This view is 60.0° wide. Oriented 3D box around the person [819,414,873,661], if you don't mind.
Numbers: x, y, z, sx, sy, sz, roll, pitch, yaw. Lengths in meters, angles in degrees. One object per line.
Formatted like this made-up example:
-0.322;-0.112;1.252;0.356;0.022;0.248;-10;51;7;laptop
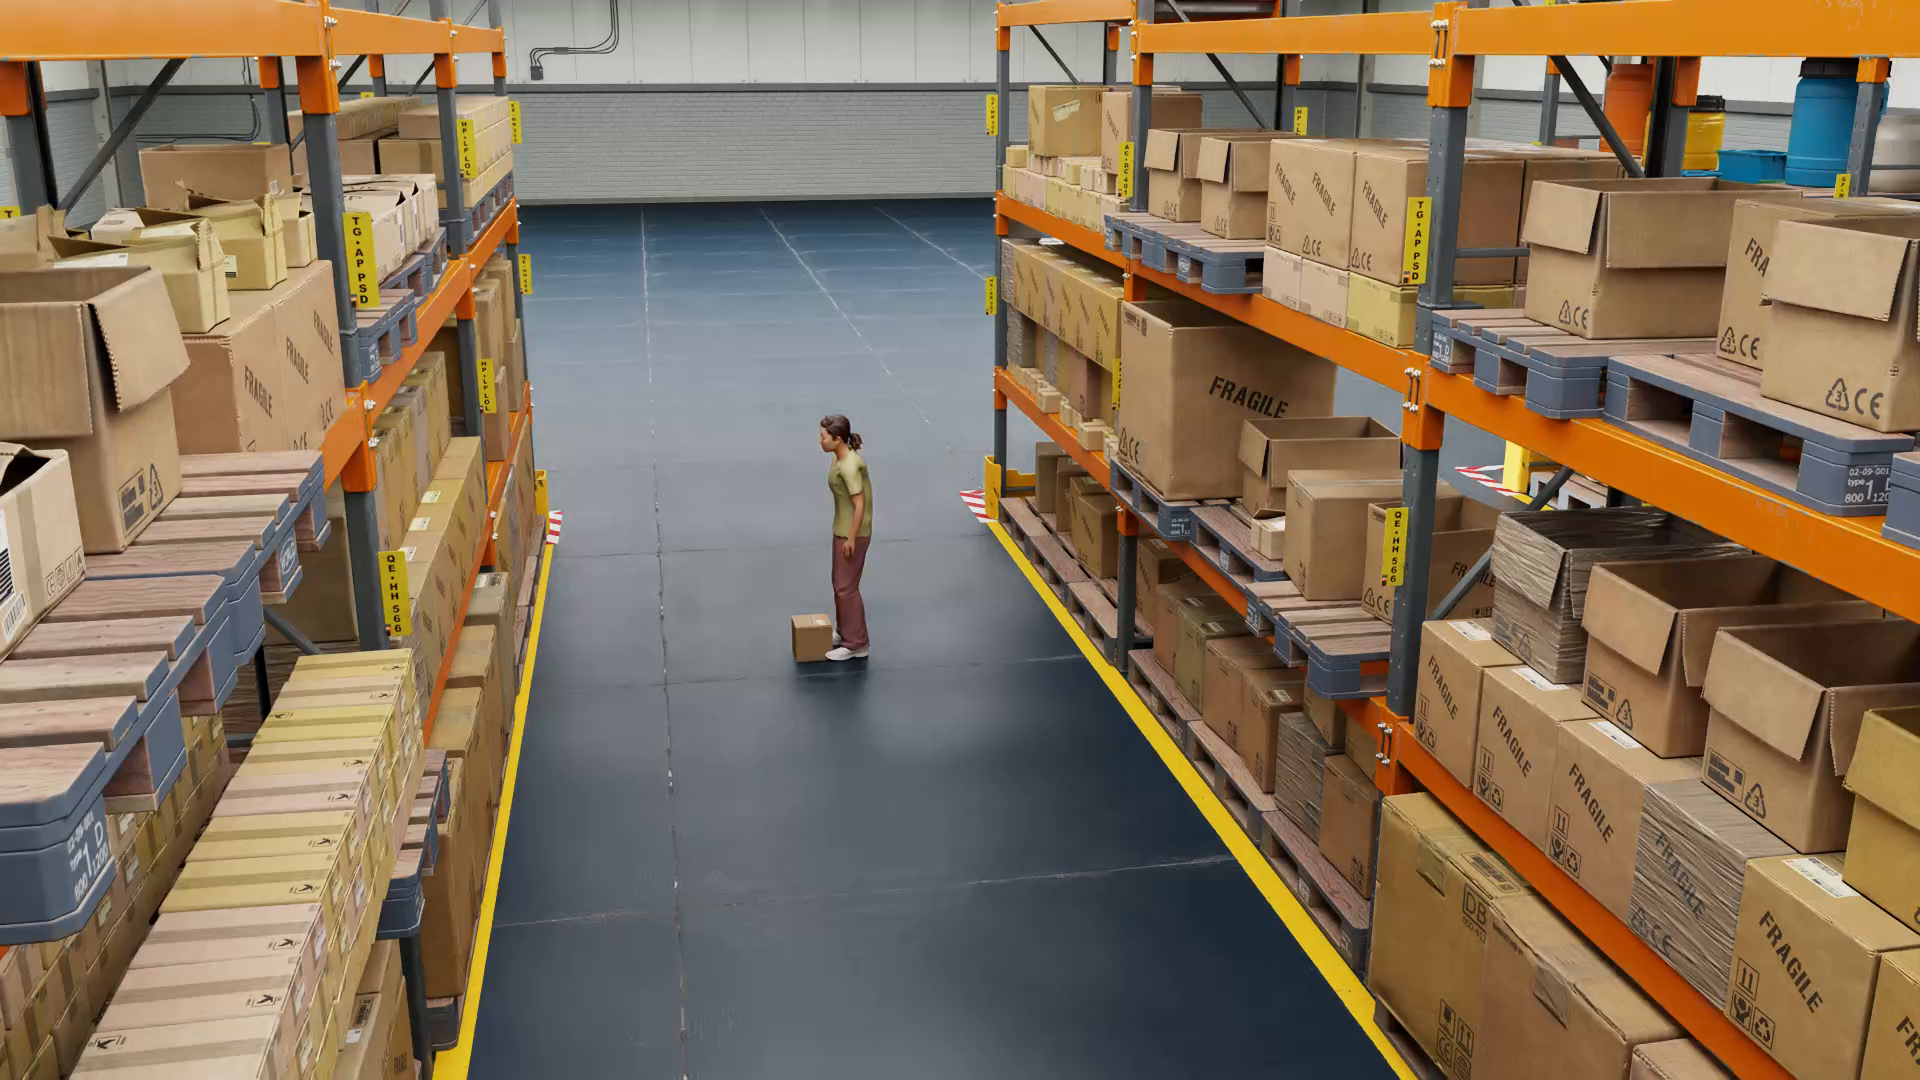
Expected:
-0.764;-0.033;11.151;0.353;1.673;0.502;-3;17;-11;person
